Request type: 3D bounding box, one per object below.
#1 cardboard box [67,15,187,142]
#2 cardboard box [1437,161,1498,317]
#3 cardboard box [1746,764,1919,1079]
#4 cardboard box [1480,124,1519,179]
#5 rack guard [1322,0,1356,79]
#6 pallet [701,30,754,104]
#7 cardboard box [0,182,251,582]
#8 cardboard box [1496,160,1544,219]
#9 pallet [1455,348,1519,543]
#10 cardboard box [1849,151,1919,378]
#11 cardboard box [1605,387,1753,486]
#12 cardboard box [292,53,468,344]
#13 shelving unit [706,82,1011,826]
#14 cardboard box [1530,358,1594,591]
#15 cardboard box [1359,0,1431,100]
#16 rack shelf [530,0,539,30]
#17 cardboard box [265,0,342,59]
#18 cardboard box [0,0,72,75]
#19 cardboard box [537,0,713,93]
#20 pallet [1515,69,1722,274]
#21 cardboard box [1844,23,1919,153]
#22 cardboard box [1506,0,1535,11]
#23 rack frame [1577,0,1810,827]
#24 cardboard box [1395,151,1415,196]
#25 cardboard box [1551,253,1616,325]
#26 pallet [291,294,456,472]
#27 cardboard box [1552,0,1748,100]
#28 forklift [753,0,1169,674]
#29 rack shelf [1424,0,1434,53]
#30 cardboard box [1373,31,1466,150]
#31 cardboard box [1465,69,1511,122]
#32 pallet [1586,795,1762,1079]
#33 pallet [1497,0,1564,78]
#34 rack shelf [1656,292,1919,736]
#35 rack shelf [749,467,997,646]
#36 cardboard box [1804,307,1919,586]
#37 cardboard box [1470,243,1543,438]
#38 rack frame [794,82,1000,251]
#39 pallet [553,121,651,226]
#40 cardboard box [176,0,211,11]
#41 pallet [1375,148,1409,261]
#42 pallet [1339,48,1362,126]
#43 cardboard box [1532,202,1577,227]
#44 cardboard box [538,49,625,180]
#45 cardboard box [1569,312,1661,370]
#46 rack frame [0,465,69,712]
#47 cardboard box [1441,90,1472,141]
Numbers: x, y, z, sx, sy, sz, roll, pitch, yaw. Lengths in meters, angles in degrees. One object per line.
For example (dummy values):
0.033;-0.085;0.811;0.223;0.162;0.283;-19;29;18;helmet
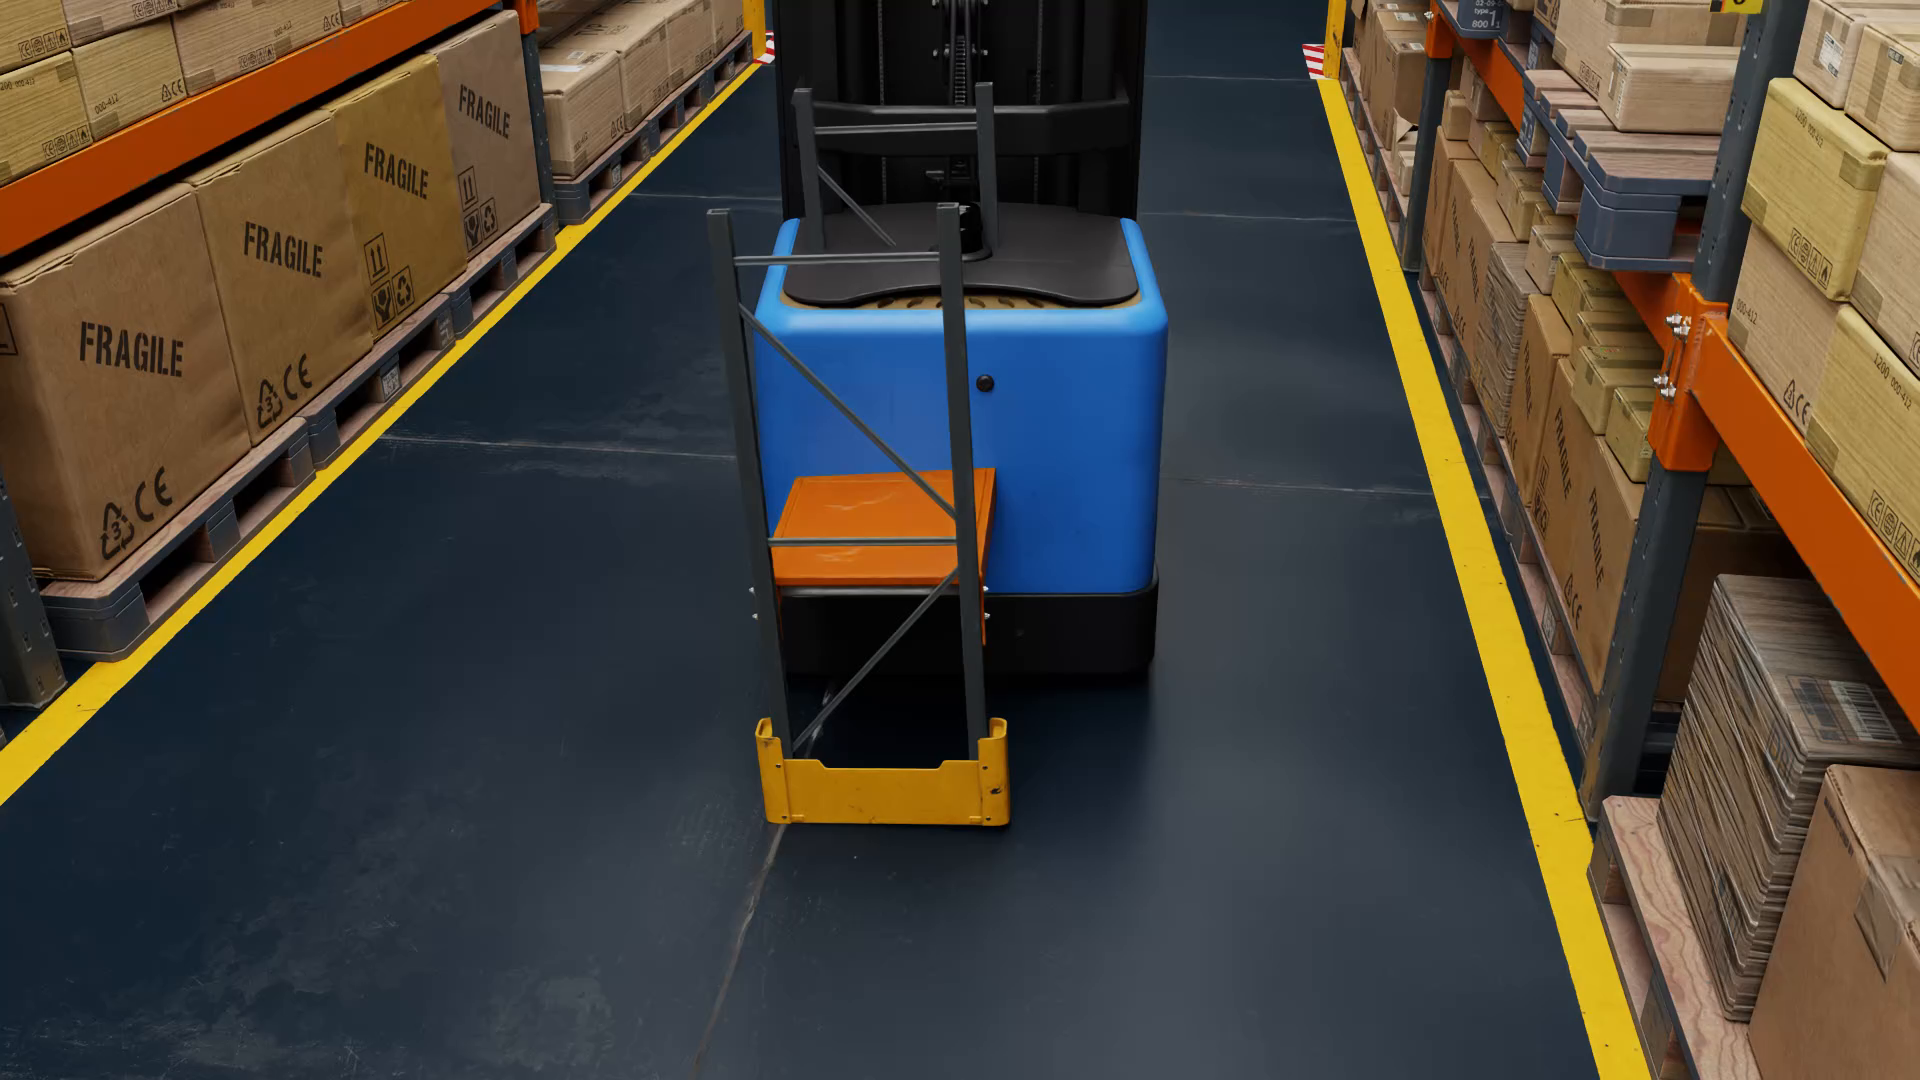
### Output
-2.566;-1.315;4.687;0.500;0.250;0.500;3;28;5;cardboard box
2.158;-1.138;6.392;0.500;0.500;0.500;3;28;6;cardboard box
1.843;0.825;2.617;0.875;0.625;0.625;4;29;8;cardboard box
2.210;-1.479;6.342;0.380;0.149;0.250;2;28;4;cardboard box
2.977;-3.266;10.785;1.175;0.500;0.348;3;28;6;rack guard
-1.961;-3.080;10.745;1.003;0.211;1.213;3;28;6;pallet
-2.754;-0.493;4.800;0.875;0.875;0.875;3;28;6;cardboard box
2.123;-1.234;5.887;0.380;0.149;0.250;3;28;6;cardboard box
2.287;-0.331;5.641;1.003;0.211;1.213;3;28;6;pallet
1.646;-0.360;2.387;0.500;0.250;0.500;4;29;8;cardboard box
1.815;-0.254;4.067;0.380;0.149;0.250;2;28;4;cardboard box
-2.530;-1.333;6.360;0.875;0.875;0.875;4;29;8;cardboard box
-0.170;-0.238;4.082;0.587;1.500;1.083;0;28;6;shelving unit
1.916;-0.167;4.591;0.500;0.500;0.500;3;28;5;cardboard box
2.674;-2.804;9.485;0.700;0.500;0.500;4;29;8;cardboard box
-2.186;-3.431;9.214;1.077;0.370;4.000;3;28;6;rack shelf
-2.439;-1.795;5.577;0.500;0.250;0.500;3;28;6;cardboard box
-2.614;-1.301;4.134;0.500;0.250;0.500;3;28;6;cardboard box
-2.026;-2.998;9.911;0.875;0.438;0.875;4;29;8;cardboard box
2.019;-0.875;3.914;1.213;0.211;1.003;3;28;6;pallet
1.643;-0.707;2.611;0.380;0.149;0.250;4;29;7;cardboard box
2.055;-1.920;5.103;0.700;0.500;0.500;3;28;6;cardboard box
2.006;-0.636;3.269;1.000;3.000;0.127;3;28;6;rack frame
2.273;-1.728;7.858;0.380;0.149;0.250;3;28;5;cardboard box
2.001;-0.744;4.978;0.380;0.149;0.250;3;28;5;cardboard box
-2.598;-0.635;6.206;1.003;0.211;1.213;3;28;6;pallet
1.814;-1.271;4.161;0.500;0.250;0.500;2;28;4;cardboard box
-0.002;-1.588;5.108;1.130;2.935;3.031;0;28;0;forklift
2.741;-3.144;8.682;1.077;0.370;4.000;3;28;6;rack shelf
2.546;-2.315;8.578;0.700;0.500;0.500;2;28;4;cardboard box
2.203;-1.742;6.515;0.380;0.149;0.250;2;28;4;cardboard box
1.866;0.977;3.215;1.003;0.211;1.213;3;28;6;pallet
2.239;-1.468;5.014;1.003;0.211;1.213;3;28;6;pallet
1.761;0.622;1.692;1.077;0.370;4.000;3;28;6;rack shelf
-0.161;-0.076;4.159;0.538;0.185;1.000;0;28;6;rack shelf
1.642;-0.139;2.504;0.500;0.250;0.500;3;28;5;cardboard box
2.022;-0.659;5.504;0.500;0.500;0.500;2;28;4;cardboard box
-0.129;-0.475;4.519;0.500;1.500;0.032;0;28;6;rack frame
-2.260;-1.932;8.613;1.003;0.211;1.213;3;28;6;pallet
-2.476;-1.778;5.019;0.500;0.250;0.500;3;28;6;cardboard box
2.581;-1.615;8.025;1.003;0.211;1.213;3;28;6;pallet
2.880;-2.763;10.157;1.003;0.211;1.213;3;28;6;pallet
2.086;-0.989;5.432;0.380;0.149;0.250;3;29;6;cardboard box
-2.248;-2.152;8.341;0.875;0.438;0.875;3;28;5;cardboard box
1.894;-0.505;4.534;0.380;0.149;0.250;2;28;5;cardboard box
-2.921;-0.923;3.801;1.000;3.000;0.127;3;28;6;rack frame
2.188;-1.736;6.818;0.380;0.149;0.250;5;29;9;cardboard box
